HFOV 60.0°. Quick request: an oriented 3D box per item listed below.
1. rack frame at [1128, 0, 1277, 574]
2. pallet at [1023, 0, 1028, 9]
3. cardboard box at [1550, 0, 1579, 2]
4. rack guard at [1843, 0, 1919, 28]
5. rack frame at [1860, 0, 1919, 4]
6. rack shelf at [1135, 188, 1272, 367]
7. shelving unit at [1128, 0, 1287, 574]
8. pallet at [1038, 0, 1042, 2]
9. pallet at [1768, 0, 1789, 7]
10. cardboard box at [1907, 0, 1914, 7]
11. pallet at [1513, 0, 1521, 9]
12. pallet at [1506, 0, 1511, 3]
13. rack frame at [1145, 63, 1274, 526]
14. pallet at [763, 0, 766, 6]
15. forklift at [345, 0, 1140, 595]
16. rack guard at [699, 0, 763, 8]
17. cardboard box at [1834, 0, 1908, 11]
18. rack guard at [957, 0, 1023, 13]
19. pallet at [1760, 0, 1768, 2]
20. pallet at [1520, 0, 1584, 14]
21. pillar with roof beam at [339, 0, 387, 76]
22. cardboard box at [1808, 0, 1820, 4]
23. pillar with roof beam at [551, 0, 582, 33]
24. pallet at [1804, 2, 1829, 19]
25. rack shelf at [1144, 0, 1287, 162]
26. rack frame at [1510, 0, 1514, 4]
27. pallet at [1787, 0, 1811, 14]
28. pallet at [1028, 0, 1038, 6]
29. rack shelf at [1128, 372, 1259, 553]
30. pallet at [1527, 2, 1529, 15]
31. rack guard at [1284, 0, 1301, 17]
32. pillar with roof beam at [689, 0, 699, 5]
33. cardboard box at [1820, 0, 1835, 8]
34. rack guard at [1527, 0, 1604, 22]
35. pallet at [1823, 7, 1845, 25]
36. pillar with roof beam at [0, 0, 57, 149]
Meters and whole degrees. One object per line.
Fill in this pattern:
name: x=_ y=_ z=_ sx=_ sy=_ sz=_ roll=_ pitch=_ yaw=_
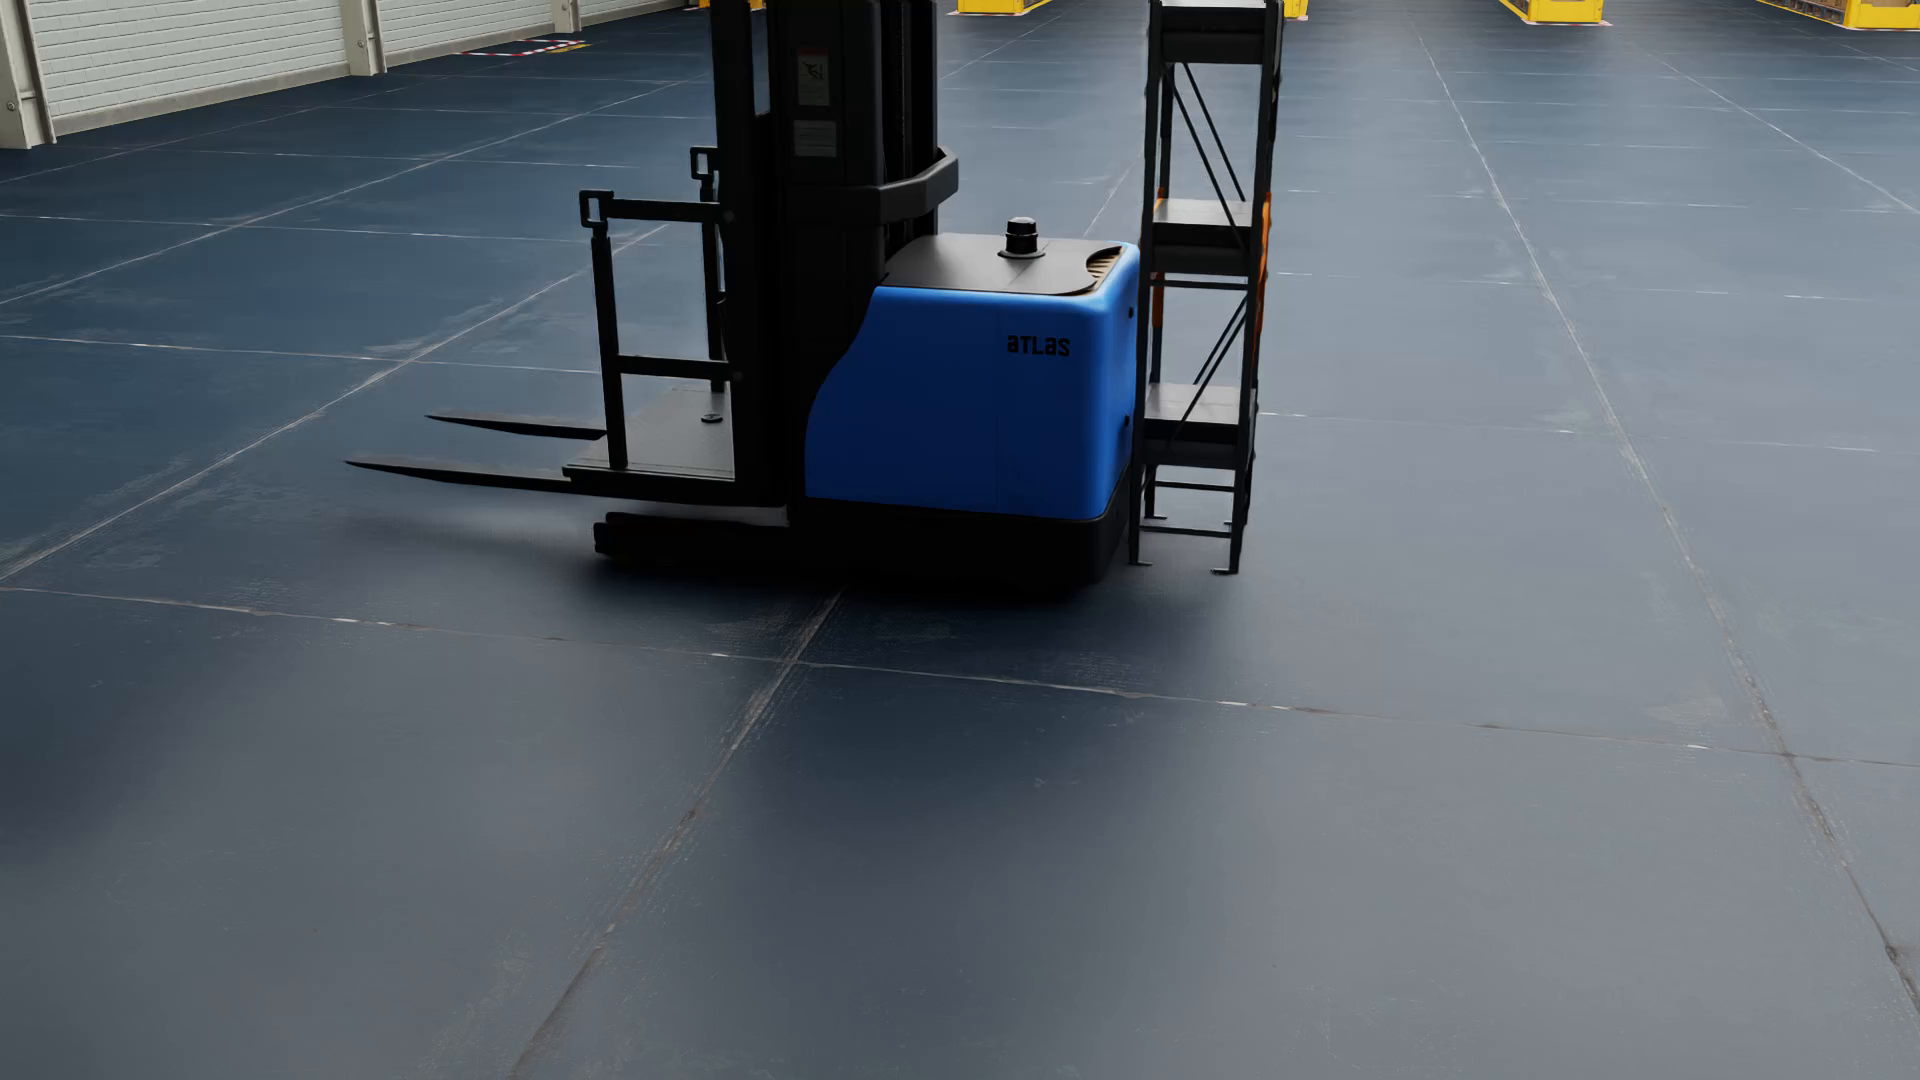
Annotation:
rack frame: x=0.817 y=-0.869 z=5.700 sx=0.400 sy=2.100 sz=0.015 roll=5 pitch=22 yaw=12
pallet: x=0.668 y=-9.940 z=30.752 sx=1.003 sy=0.211 sz=1.213 roll=4 pitch=22 yaw=11
cardboard box: x=10.394 y=-9.456 z=28.602 sx=0.500 sy=0.500 sz=0.500 roll=9 pitch=24 yaw=21
rack guard: x=15.080 y=-8.611 z=27.064 sx=1.175 sy=0.500 sz=0.348 roll=4 pitch=22 yaw=11
rack frame: x=15.085 y=-9.779 z=26.619 sx=1.000 sy=3.000 sz=0.127 roll=4 pitch=22 yaw=11
rack shelf: x=0.872 y=-0.945 z=5.925 sx=0.431 sy=0.518 sz=0.480 roll=5 pitch=22 yaw=12
shelving unit: x=0.872 y=-0.957 z=5.920 sx=0.431 sy=2.100 sz=0.503 roll=5 pitch=22 yaw=12
pallet: x=1.166 y=-10.832 z=32.967 sx=1.003 sy=0.211 sz=1.213 roll=4 pitch=22 yaw=11
pallet: x=15.985 y=-10.236 z=31.487 sx=1.003 sy=0.211 sz=1.213 roll=4 pitch=22 yaw=11
cardboard box: x=16.589 y=-9.438 z=29.114 sx=0.500 sy=0.500 sz=0.500 roll=8 pitch=23 yaw=20
pallet: x=10.964 y=-10.115 z=31.187 sx=1.003 sy=0.211 sz=1.213 roll=4 pitch=22 yaw=11
pallet: x=11.223 y=-10.648 z=32.510 sx=1.003 sy=0.211 sz=1.213 roll=4 pitch=22 yaw=11
rack frame: x=0.926 y=-1.046 z=6.141 sx=0.400 sy=2.100 sz=0.015 roll=5 pitch=22 yaw=12
pallet: x=-4.082 y=-10.355 z=31.784 sx=1.003 sy=0.211 sz=1.213 roll=4 pitch=22 yaw=11
forklift: x=-0.866 y=-1.448 z=6.025 sx=3.031 sy=2.935 sz=1.130 roll=5 pitch=23 yaw=13
rack guard: x=-4.282 y=-10.195 z=30.999 sx=1.175 sy=0.500 sz=0.348 roll=4 pitch=22 yaw=11
cardboard box: x=15.159 y=-9.241 z=27.566 sx=0.875 sy=0.875 sz=0.875 roll=5 pitch=22 yaw=11
rack guard: x=0.548 y=-9.782 z=29.973 sx=1.175 sy=0.500 sz=0.348 roll=4 pitch=22 yaw=11
pallet: x=16.231 y=-10.684 z=32.599 sx=1.003 sy=0.211 sz=1.213 roll=4 pitch=22 yaw=11
pallet: x=10.717 y=-9.668 z=30.075 sx=1.003 sy=0.211 sz=1.213 roll=4 pitch=22 yaw=11
pillar with roof beam: x=-3.236 y=-9.715 z=18.429 sx=9.100 sy=9.000 sz=0.400 roll=4 pitch=22 yaw=11
cardboard box: x=15.524 y=-9.896 z=29.193 sx=0.875 sy=0.875 sz=0.875 roll=5 pitch=22 yaw=11
pillar with roof beam: x=-2.011 y=-11.909 z=23.878 sx=9.100 sy=9.000 sz=0.400 roll=4 pitch=22 yaw=11
pallet: x=15.423 y=-9.229 z=28.986 sx=1.003 sy=0.211 sz=1.213 roll=4 pitch=22 yaw=11
rack shelf: x=0.872 y=-1.594 z=5.664 sx=0.431 sy=0.518 sz=0.480 roll=5 pitch=22 yaw=12
rack frame: x=11.066 y=-11.657 z=31.282 sx=1.000 sy=3.000 sz=0.127 roll=4 pitch=22 yaw=11
pallet: x=15.669 y=-9.676 z=30.097 sx=1.003 sy=0.211 sz=1.213 roll=4 pitch=22 yaw=11
pallet: x=0.919 y=-10.385 z=31.856 sx=1.003 sy=0.211 sz=1.213 roll=4 pitch=22 yaw=11
rack shelf: x=0.872 y=-0.296 z=6.187 sx=0.431 sy=0.518 sz=0.480 roll=5 pitch=22 yaw=12
pallet: x=10.466 y=-9.223 z=28.971 sx=1.003 sy=0.211 sz=1.213 roll=4 pitch=22 yaw=11
rack guard: x=5.371 y=-9.443 z=29.132 sx=1.175 sy=0.500 sz=0.348 roll=4 pitch=22 yaw=11
pillar with roof beam: x=-0.787 y=-14.103 z=29.326 sx=9.100 sy=9.000 sz=0.400 roll=4 pitch=22 yaw=11
cardboard box: x=15.336 y=-9.563 z=28.365 sx=0.875 sy=0.875 sz=0.875 roll=4 pitch=22 yaw=10
rack guard: x=10.265 y=-9.062 z=28.186 sx=1.175 sy=0.500 sz=0.348 roll=4 pitch=22 yaw=11
pallet: x=15.171 y=-8.784 z=27.881 sx=1.003 sy=0.211 sz=1.213 roll=4 pitch=22 yaw=11
pillar with roof beam: x=-4.460 y=-7.520 z=12.981 sx=9.100 sy=9.000 sz=0.400 roll=4 pitch=22 yaw=11
